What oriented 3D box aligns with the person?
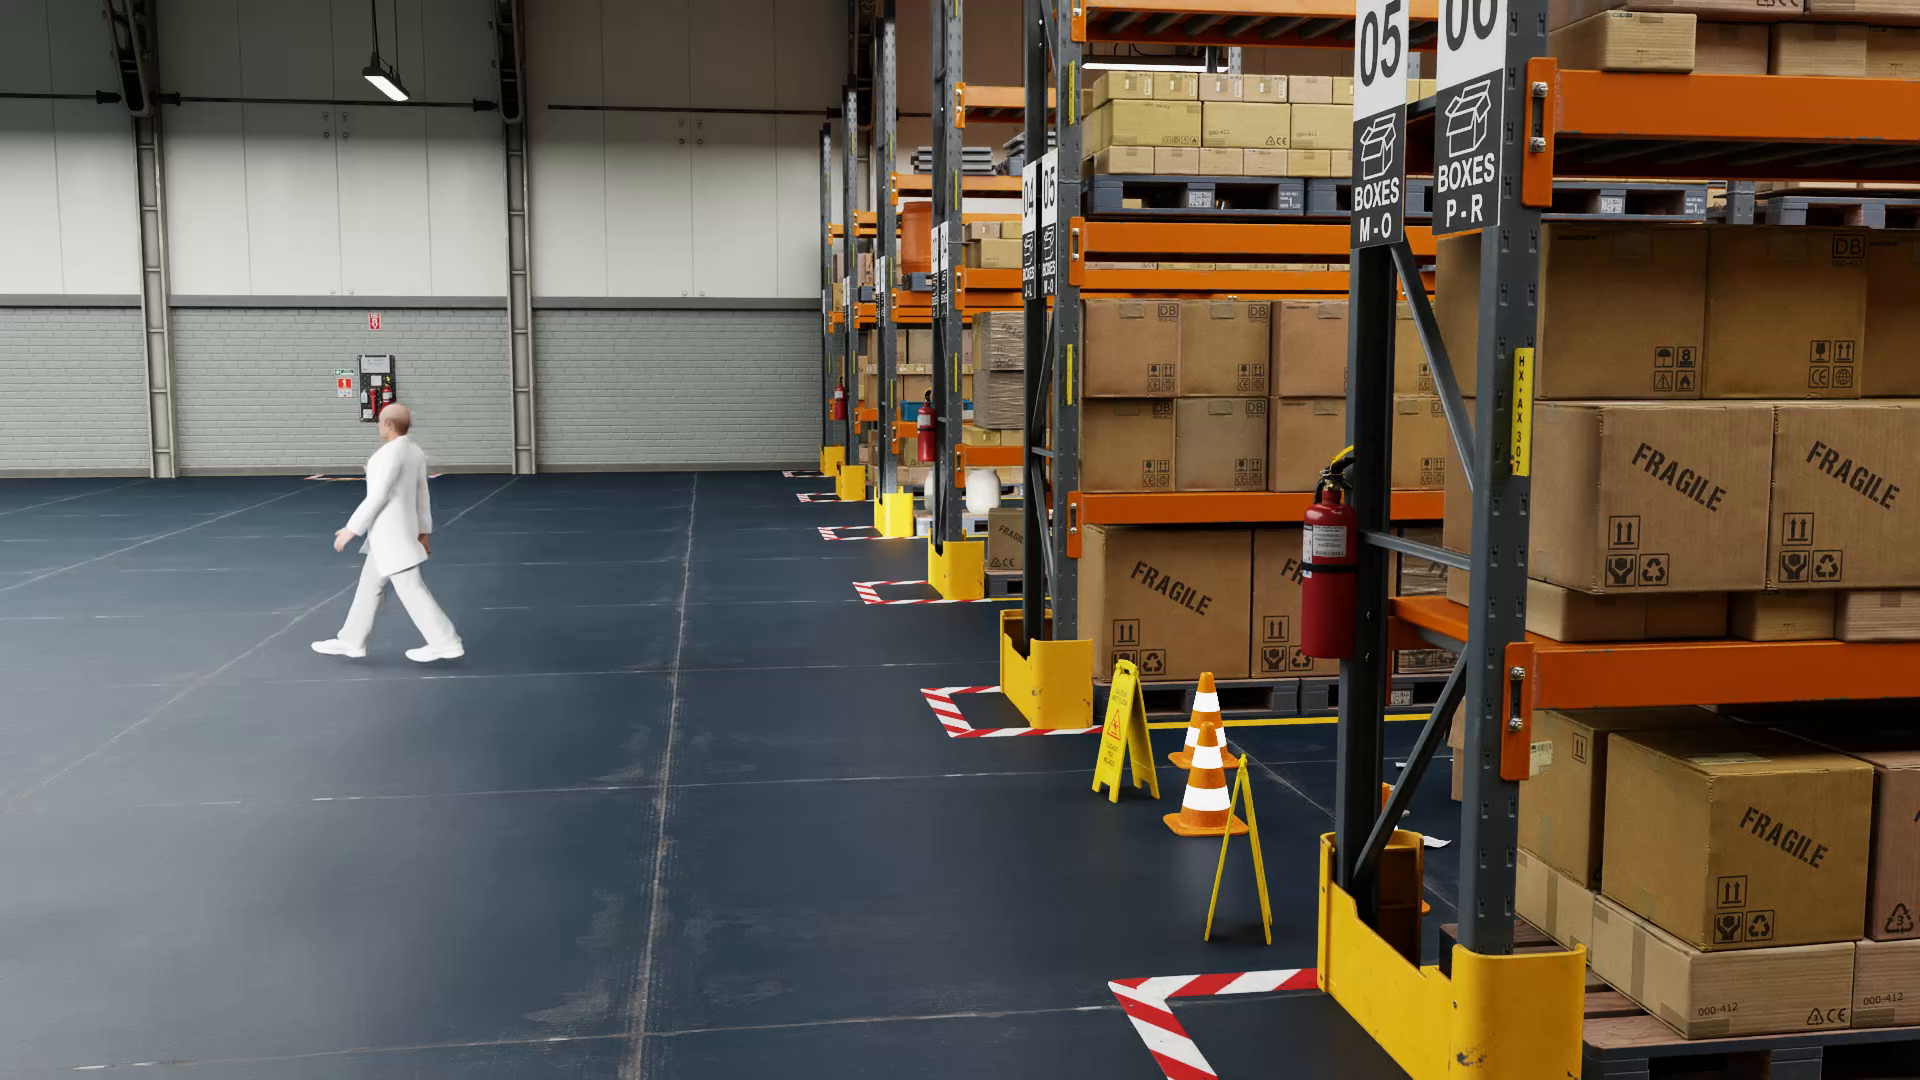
[{"bbox_3d":[-3.874,-0.046,11.114,1.083,1.720,0.587,0,6,-1],"label":"person"}]
